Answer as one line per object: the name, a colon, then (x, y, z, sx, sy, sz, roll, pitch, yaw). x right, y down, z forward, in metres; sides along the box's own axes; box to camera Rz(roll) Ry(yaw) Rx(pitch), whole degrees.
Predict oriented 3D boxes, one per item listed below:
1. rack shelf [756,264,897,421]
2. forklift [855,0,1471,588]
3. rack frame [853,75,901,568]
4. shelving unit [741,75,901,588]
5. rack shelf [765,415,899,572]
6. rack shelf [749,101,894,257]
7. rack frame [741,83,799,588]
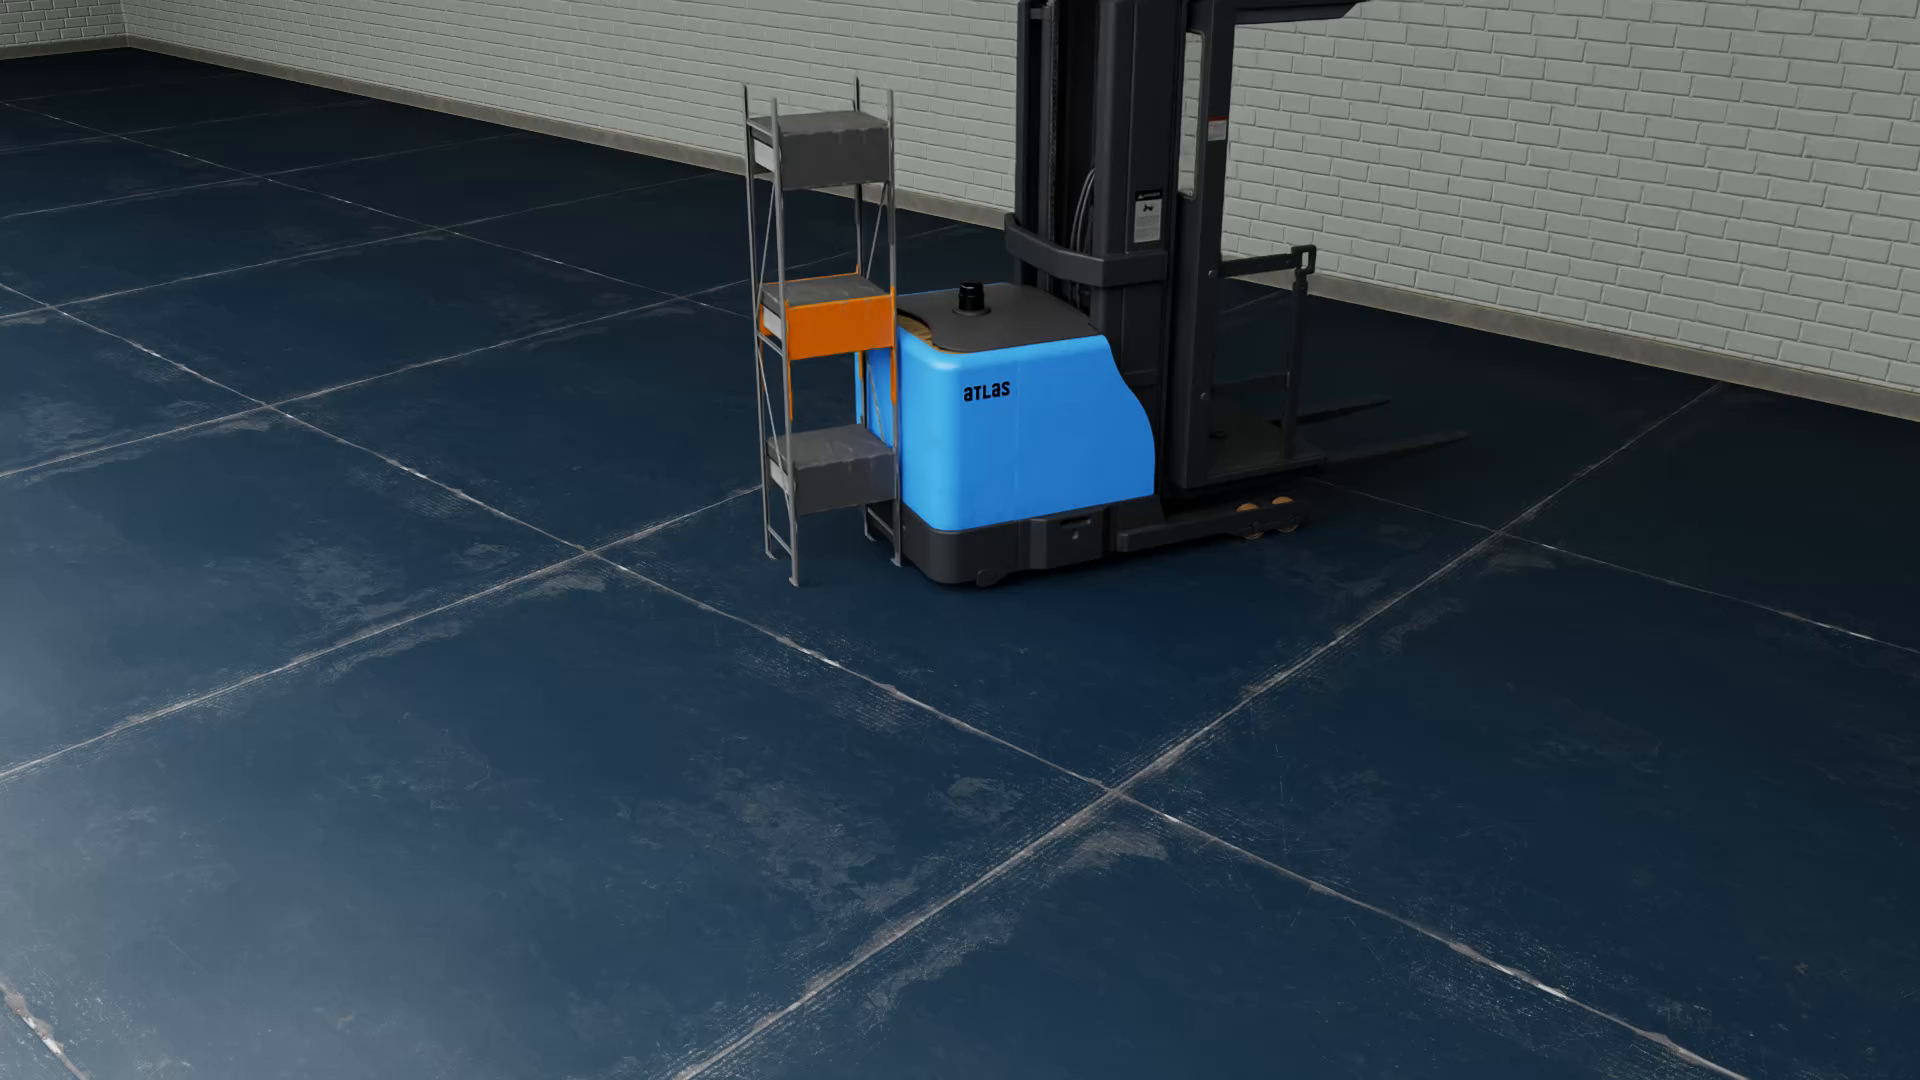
rack shelf: (-0.577, -0.853, 7.119, 0.480, 0.518, 0.431, -11, 26, -23)
forklift: (1.062, -1.524, 7.566, 3.031, 2.935, 1.130, -11, 26, -23)
rack frame: (-0.355, -0.907, 7.207, 0.015, 2.100, 0.400, -11, 26, -23)
shelving unit: (-0.577, -0.865, 7.113, 0.503, 2.100, 0.431, -11, 26, -23)
rack shelf: (-0.577, -0.214, 7.405, 0.480, 0.518, 0.431, -11, 26, -23)
rack shelf: (-0.577, -1.492, 6.833, 0.480, 0.518, 0.431, -11, 26, -23)
rack frame: (-0.798, -0.823, 7.020, 0.015, 2.100, 0.400, -11, 26, -23)
